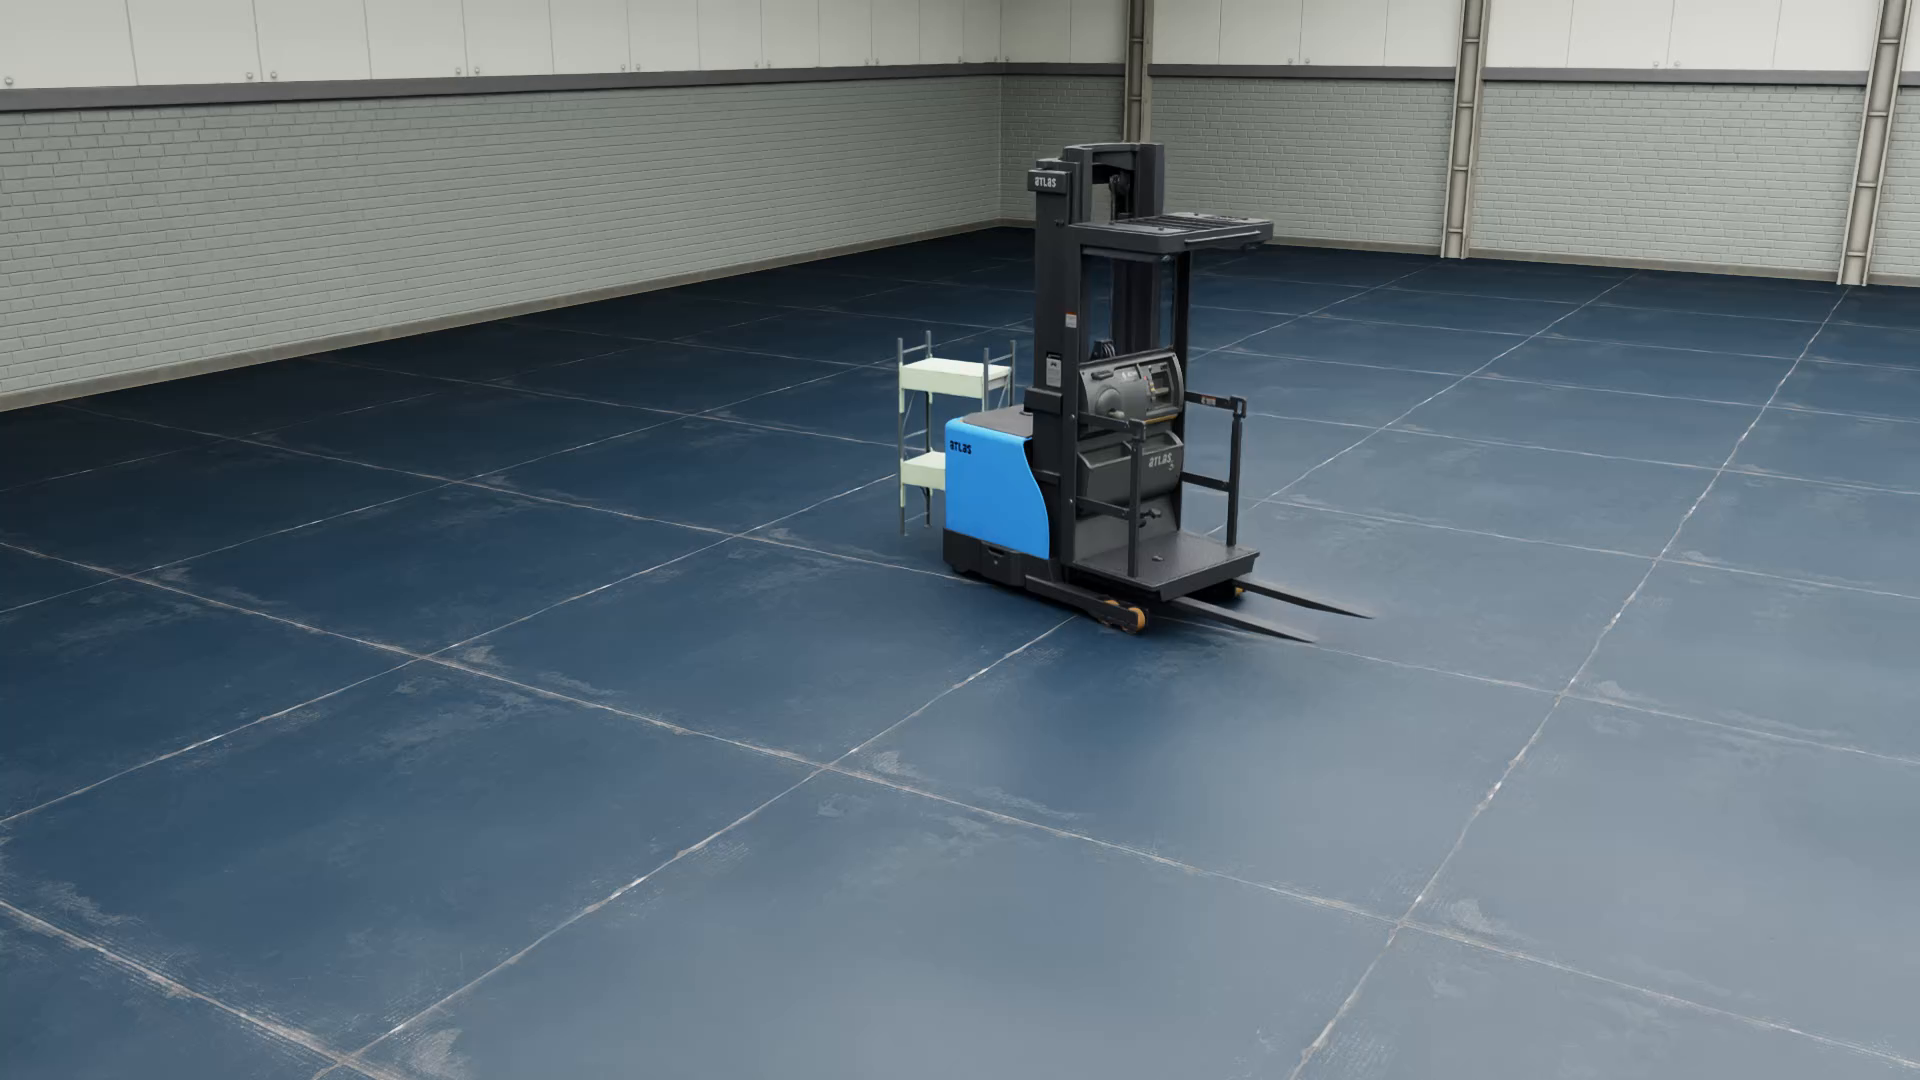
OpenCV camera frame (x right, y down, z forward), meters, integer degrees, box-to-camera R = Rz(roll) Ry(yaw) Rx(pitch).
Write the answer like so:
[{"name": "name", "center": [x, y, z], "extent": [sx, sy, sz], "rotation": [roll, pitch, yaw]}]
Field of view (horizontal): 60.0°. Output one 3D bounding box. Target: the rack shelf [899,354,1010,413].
[{"name": "rack shelf", "center": [-0.027, -1.101, 12.082], "extent": [0.720, 0.370, 0.431], "rotation": [11, 20, 31]}]

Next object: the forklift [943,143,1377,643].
[{"name": "forklift", "center": [1.257, -0.983, 10.573], "extent": [1.130, 2.935, 3.031], "rotation": [-15, 23, -41]}]

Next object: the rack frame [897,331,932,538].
[{"name": "rack frame", "center": [-0.336, -0.785, 12.384], "extent": [0.023, 1.500, 0.400], "rotation": [11, 20, 31]}]

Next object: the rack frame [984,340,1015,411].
[{"name": "rack frame", "center": [0.282, -0.670, 12.007], "extent": [0.023, 1.500, 0.400], "rotation": [11, 20, 31]}]

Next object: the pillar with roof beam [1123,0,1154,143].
[{"name": "pillar with roof beam", "center": [0.998, -8.935, 26.313], "extent": [0.400, 9.000, 9.100], "rotation": [10, 20, 30]}]

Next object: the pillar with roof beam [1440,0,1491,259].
[{"name": "pillar with roof beam", "center": [6.111, -8.022, 23.308], "extent": [0.400, 9.000, 9.100], "rotation": [10, 20, 30]}]

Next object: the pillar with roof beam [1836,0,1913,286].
[{"name": "pillar with roof beam", "center": [11.224, -7.110, 20.304], "extent": [0.400, 9.000, 9.100], "rotation": [10, 20, 30]}]

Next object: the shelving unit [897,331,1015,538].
[{"name": "shelving unit", "center": [-0.027, -0.727, 12.195], "extent": [0.755, 1.500, 0.431], "rotation": [11, 20, 31]}]

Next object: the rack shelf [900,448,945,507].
[{"name": "rack shelf", "center": [-0.027, -0.415, 12.290], "extent": [0.720, 0.370, 0.431], "rotation": [11, 20, 31]}]
